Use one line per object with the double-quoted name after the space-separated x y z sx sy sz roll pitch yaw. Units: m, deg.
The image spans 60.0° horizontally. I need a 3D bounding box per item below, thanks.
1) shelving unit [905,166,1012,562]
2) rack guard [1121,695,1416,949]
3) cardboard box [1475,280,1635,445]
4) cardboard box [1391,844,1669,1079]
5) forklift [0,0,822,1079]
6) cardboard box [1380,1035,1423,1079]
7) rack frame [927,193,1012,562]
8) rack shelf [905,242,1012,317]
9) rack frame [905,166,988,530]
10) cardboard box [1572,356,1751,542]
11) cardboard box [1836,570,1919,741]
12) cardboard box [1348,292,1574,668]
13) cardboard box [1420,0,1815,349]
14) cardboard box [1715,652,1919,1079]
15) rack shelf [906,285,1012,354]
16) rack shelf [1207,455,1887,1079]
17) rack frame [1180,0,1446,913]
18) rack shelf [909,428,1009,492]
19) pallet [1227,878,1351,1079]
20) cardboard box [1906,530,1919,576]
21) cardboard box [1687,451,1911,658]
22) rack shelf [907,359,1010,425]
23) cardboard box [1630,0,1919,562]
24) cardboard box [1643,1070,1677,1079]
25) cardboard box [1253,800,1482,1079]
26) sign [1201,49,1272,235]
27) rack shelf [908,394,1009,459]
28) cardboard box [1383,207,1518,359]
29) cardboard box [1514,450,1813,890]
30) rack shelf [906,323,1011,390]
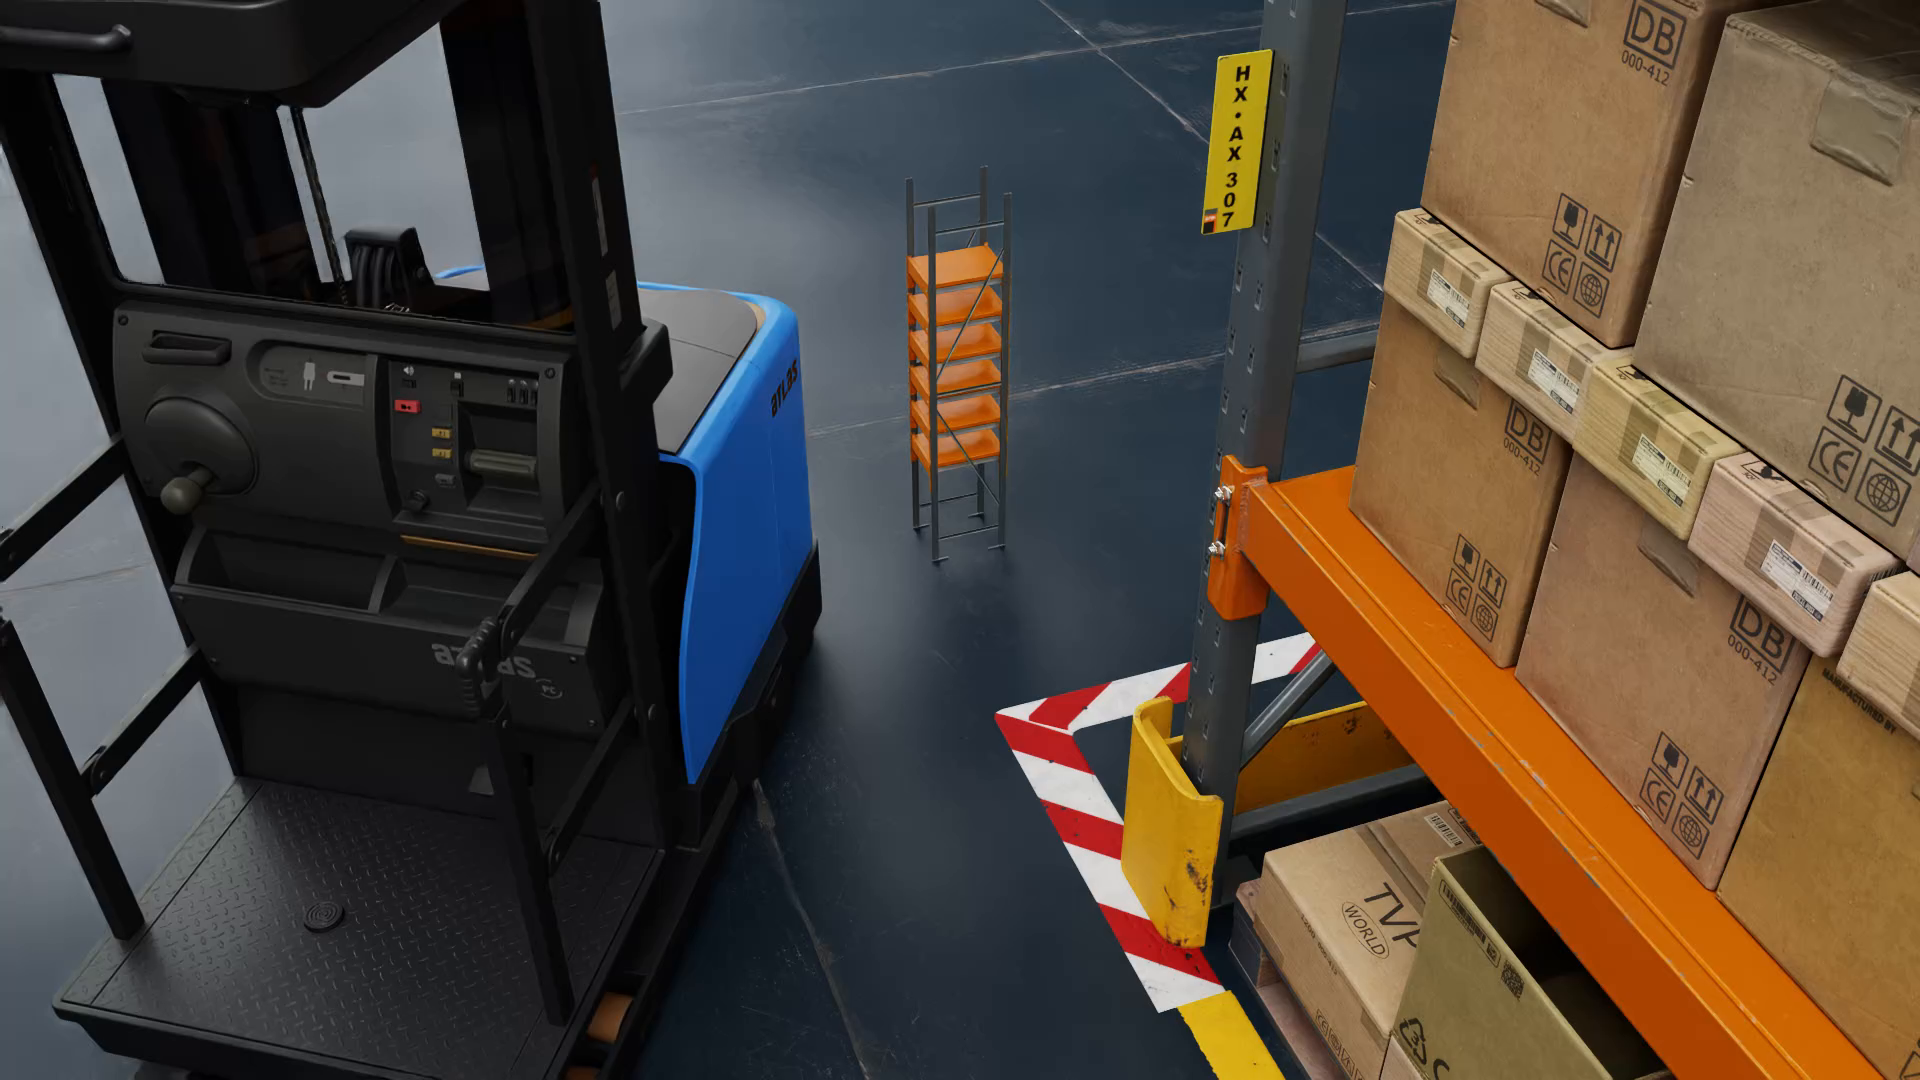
-0.005 -0.487 4.900 0.258 1.200 0.189 -12 39 -16 "shelving unit"
0.993 0.567 4.082 1.175 0.500 0.348 -12 39 -16 "rack guard"
1.027 -0.303 2.536 0.380 0.149 0.250 -13 39 -17 "cardboard box"
1.150 0.844 2.950 0.500 0.500 0.500 -12 39 -16 "cardboard box"
-1.231 -0.141 3.001 1.130 2.935 3.031 8 38 10 "forklift"
1.152 1.143 3.176 0.500 0.250 0.500 -12 39 -16 "cardboard box"
0.027 -0.436 4.831 0.240 1.200 0.006 -12 39 -16 "rack frame"
-0.005 -0.739 4.710 0.258 0.103 0.180 -12 39 -16 "rack shelf"
-0.036 -0.539 4.968 0.240 1.200 0.006 -12 39 -16 "rack frame"
1.112 -0.161 2.349 0.380 0.149 0.250 -12 39 -16 "cardboard box"
1.291 0.132 1.960 0.380 0.149 0.250 -14 39 -17 "cardboard box"
1.150 -0.192 2.929 0.700 0.500 0.500 -12 39 -16 "cardboard box"
1.168 -0.680 2.499 0.700 0.500 0.500 -12 39 -16 "cardboard box"
1.500 0.385 2.162 0.700 0.500 0.500 -12 39 -16 "cardboard box"
-0.005 -0.644 4.782 0.258 0.103 0.180 -12 39 -16 "rack shelf"
1.689 0.999 2.029 1.077 0.370 4.000 -12 39 -16 "rack shelf"
1.001 -0.418 3.312 1.000 3.000 0.127 -12 39 -16 "rack frame"
-0.005 -0.260 5.071 0.258 0.103 0.180 -12 39 -16 "rack shelf"
1.303 1.119 3.589 1.003 0.211 1.213 -12 39 -16 "pallet"
1.528 -0.100 1.728 0.700 0.500 0.500 -12 39 -16 "cardboard box"
1.196 -0.018 2.159 0.380 0.149 0.250 -13 39 -17 "cardboard box"
-0.005 -0.452 4.927 0.258 0.103 0.180 -12 39 -16 "rack shelf"
1.354 -0.384 2.106 0.700 0.500 0.500 -13 39 -17 "cardboard box"
1.335 1.124 2.578 0.500 0.500 0.500 -12 39 -16 "cardboard box"
0.977 0.861 3.550 0.500 0.250 0.500 -12 39 -16 "cardboard box"
0.478 -0.684 2.880 0.100 0.325 0.005 -12 39 -16 "sign"
-0.005 -0.356 4.999 0.258 0.103 0.180 -12 39 -16 "rack shelf"
0.934 -0.451 2.734 0.380 0.149 0.250 -13 39 -16 "cardboard box"
1.335 0.104 2.536 0.700 0.500 0.500 -11 38 -15 "cardboard box"
-0.005 -0.548 4.854 0.258 0.103 0.180 -12 39 -16 "rack shelf"
